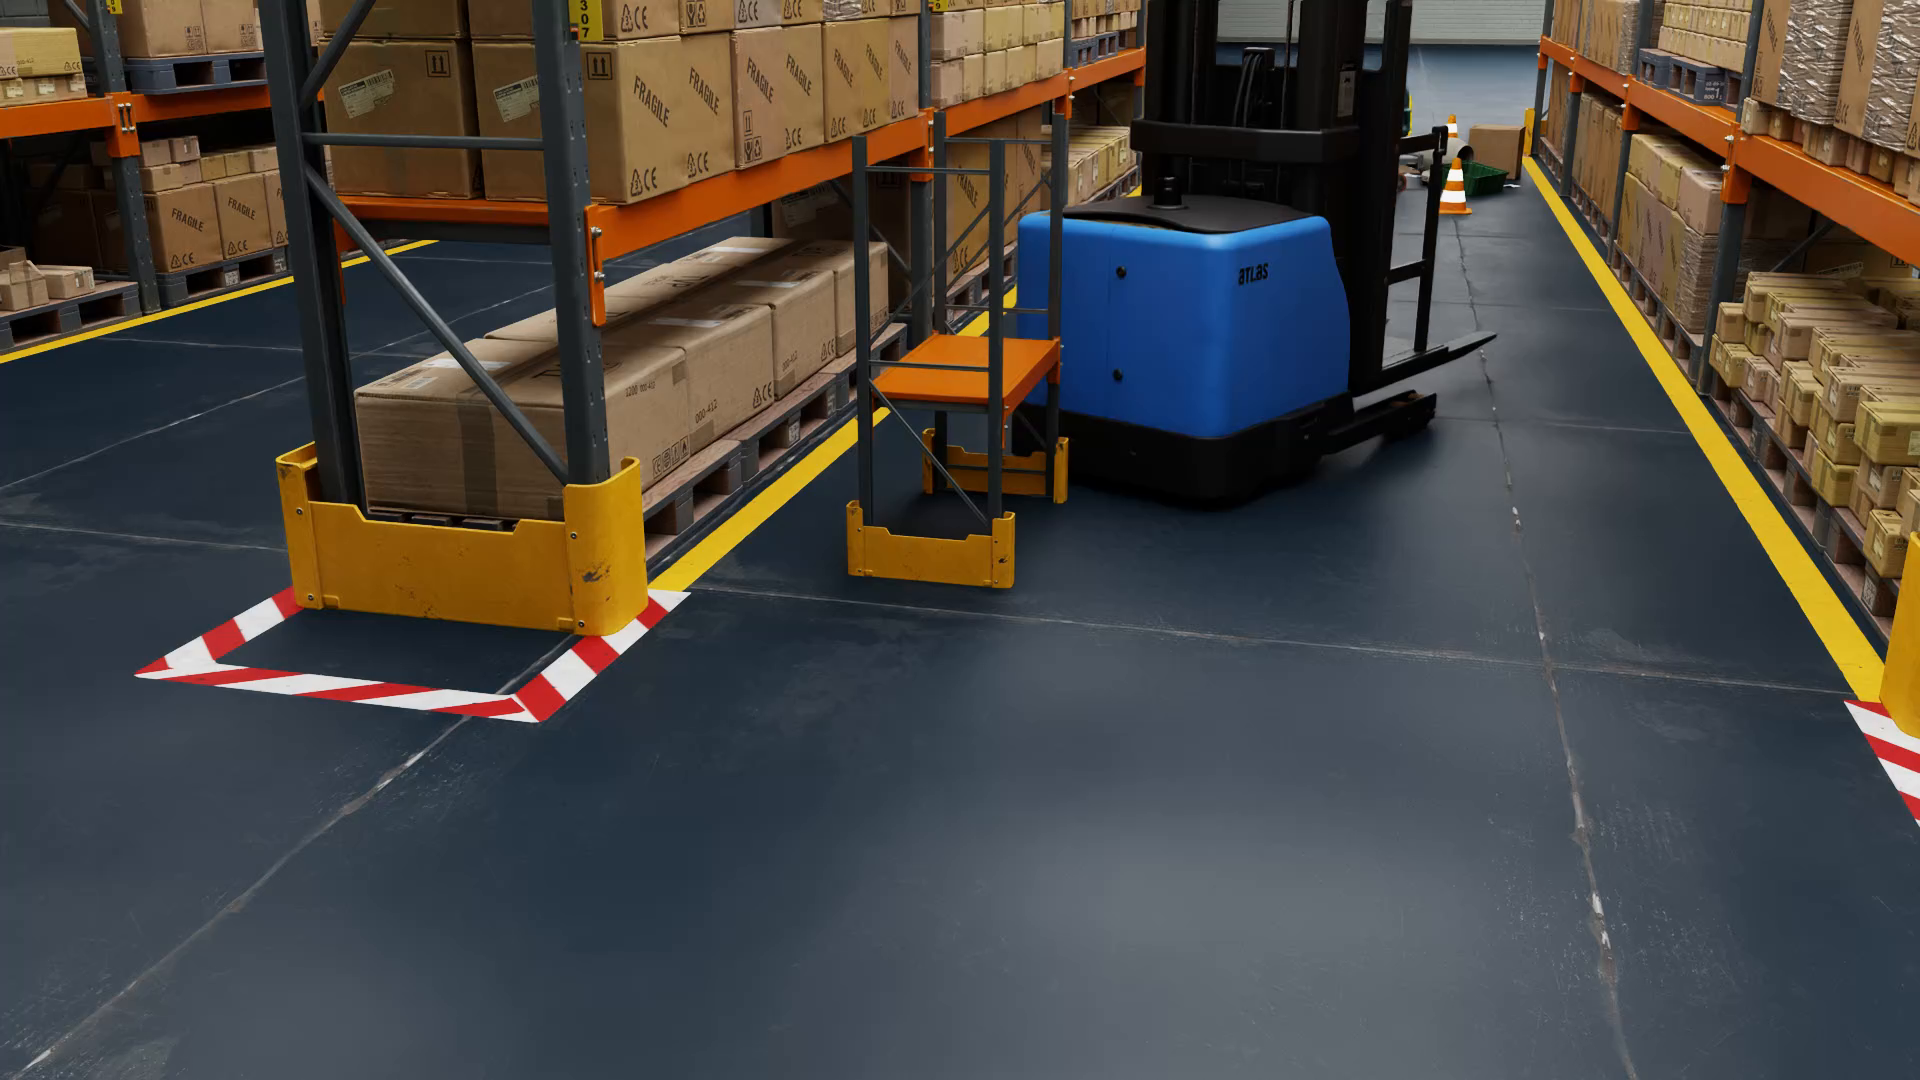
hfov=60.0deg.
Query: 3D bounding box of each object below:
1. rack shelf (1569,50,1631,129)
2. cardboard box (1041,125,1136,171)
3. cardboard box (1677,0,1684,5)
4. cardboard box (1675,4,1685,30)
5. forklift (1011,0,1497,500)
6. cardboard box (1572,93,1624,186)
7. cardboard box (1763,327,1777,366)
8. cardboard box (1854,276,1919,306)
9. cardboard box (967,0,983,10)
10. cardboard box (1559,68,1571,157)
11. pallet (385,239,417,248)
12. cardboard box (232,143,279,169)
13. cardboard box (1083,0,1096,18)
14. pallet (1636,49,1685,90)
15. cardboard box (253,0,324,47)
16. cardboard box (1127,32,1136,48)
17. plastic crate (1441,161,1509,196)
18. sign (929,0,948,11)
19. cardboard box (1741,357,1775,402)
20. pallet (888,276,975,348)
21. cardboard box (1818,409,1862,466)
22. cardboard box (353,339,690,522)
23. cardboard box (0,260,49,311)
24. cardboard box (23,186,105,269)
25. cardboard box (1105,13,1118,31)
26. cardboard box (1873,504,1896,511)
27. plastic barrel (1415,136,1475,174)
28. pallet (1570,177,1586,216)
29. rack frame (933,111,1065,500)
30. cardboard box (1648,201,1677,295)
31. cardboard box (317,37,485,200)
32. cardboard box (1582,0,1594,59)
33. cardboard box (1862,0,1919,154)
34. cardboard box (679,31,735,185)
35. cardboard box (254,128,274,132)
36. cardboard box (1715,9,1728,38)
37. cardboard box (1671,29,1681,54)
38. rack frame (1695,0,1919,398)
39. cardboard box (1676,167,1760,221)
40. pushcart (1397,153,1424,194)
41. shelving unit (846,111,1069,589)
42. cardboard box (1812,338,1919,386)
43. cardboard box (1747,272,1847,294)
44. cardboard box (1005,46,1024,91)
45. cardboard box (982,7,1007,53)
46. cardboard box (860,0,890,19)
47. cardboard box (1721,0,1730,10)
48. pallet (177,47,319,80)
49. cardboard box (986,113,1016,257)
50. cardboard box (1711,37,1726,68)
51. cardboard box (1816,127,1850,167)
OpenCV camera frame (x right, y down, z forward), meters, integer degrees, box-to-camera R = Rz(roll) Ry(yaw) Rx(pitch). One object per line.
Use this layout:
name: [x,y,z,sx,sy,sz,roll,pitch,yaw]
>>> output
rack shelf: [5.640,-3.649,13.343,1.077,0.370,4.000,5,19,13]
cardboard box: [1.179,-3.766,15.989,0.950,0.372,0.625,5,19,14]
cardboard box: [4.724,-3.433,10.417,0.380,0.149,0.250,5,19,13]
cardboard box: [4.713,-3.278,10.424,0.380,0.149,0.250,4,19,12]
forklift: [1.556,-1.947,7.354,1.130,2.935,3.031,15,24,38]
cardboard box: [6.065,-3.549,14.767,1.050,0.750,0.750,5,19,13]
cardboard box: [3.776,-0.845,7.322,0.380,0.149,0.250,5,19,13]
cardboard box: [4.340,-1.108,7.631,0.380,0.149,0.250,5,20,15]
cardboard box: [-0.167,-3.265,9.405,0.500,0.500,0.500,5,19,13]
cardboard box: [6.567,-4.284,16.727,0.875,0.875,0.875,5,19,14]
pallet: [-4.706,-2.562,13.362,1.003,0.211,1.213,5,19,13]
cardboard box: [-4.861,-2.687,11.629,0.380,0.149,0.250,5,20,15]
cardboard box: [0.782,-4.395,13.150,0.500,0.500,0.500,6,20,16]
pallet: [5.081,-3.040,10.744,1.213,0.211,1.003,5,19,13]
cardboard box: [-4.811,-3.647,11.420,0.700,0.500,0.500,5,19,13]
cardboard box: [1.692,-4.930,16.369,0.380,0.149,0.250,5,19,13]
plastic crate: [4.901,-3.471,15.970,0.450,0.188,0.662,29,33,36]
sign: [-0.112,-2.872,8.493,0.100,0.325,0.005,5,19,13]
cardboard box: [3.699,-0.704,7.370,0.380,0.149,0.250,5,19,13]
pallet: [-0.535,-1.396,9.949,1.003,0.211,1.213,5,19,13]
cardboard box: [3.289,-0.360,5.901,0.380,0.149,0.250,5,19,14]
cardboard box: [-1.563,-0.415,6.077,0.875,0.438,0.875,4,19,12]
cardboard box: [-5.403,-1.454,9.384,0.396,0.266,0.258,5,20,15]
cardboard box: [-5.631,-2.052,10.772,0.500,0.500,0.500,5,19,13]
cardboard box: [1.183,-4.554,14.618,0.380,0.149,0.250,5,19,13]
cardboard box: [3.236,-0.051,5.456,0.380,0.149,0.250,5,19,13]
plastic barrel: [4.919,-3.874,16.874,0.421,0.421,0.512,-13,23,-34]
pallet: [6.014,-3.049,14.787,1.003,0.211,1.213,5,19,13]
rack frame: [0.145,-0.896,6.490,0.500,1.500,0.032,5,19,13]
cardboard box: [4.366,-1.698,9.735,0.500,0.500,0.500,4,19,12]
cardboard box: [-1.766,-1.434,5.590,0.500,0.500,0.500,5,19,14]
cardboard box: [5.617,-4.362,14.162,0.500,0.500,0.500,5,19,14]
cardboard box: [3.303,-1.525,5.397,0.500,0.500,0.500,5,19,14]
cardboard box: [-1.135,-1.550,5.931,0.500,0.500,0.500,4,19,13]
cardboard box: [-5.147,-3.053,12.700,0.380,0.149,0.250,4,19,11]
cardboard box: [4.334,-2.797,9.016,0.380,0.149,0.250,4,19,11]
cardboard box: [4.716,-3.149,10.506,0.380,0.149,0.250,6,20,16]
rack frame: [4.174,-2.109,7.721,1.000,3.000,0.127,5,19,13]
cardboard box: [4.250,-1.893,9.146,0.500,0.250,0.500,6,20,16]
pushcart: [3.527,-3.570,16.056,1.648,0.377,0.936,-2,19,-6]
shelving unit: [0.019,-0.734,6.015,0.587,1.500,1.083,5,19,13]
cardboard box: [3.483,-0.661,6.321,0.380,0.149,0.250,5,19,14]
cardboard box: [3.889,-1.148,7.749,0.380,0.149,0.250,5,20,16]
cardboard box: [0.110,-2.992,10.538,0.500,0.250,0.500,4,19,12]
cardboard box: [-0.020,-3.071,9.996,0.500,0.250,0.500,5,19,14]
cardboard box: [-0.630,-2.660,7.634,0.500,0.500,0.500,4,19,13]
cardboard box: [4.340,-2.936,8.960,0.380,0.149,0.250,4,19,12]
pallet: [-4.958,-3.412,11.833,1.003,0.211,1.213,5,19,13]
cardboard box: [-0.144,-2.426,11.287,0.875,0.875,0.875,5,19,14]
cardboard box: [4.329,-2.654,9.057,0.380,0.149,0.250,4,19,11]
cardboard box: [3.513,-1.510,6.358,0.380,0.149,0.250,6,20,16]
